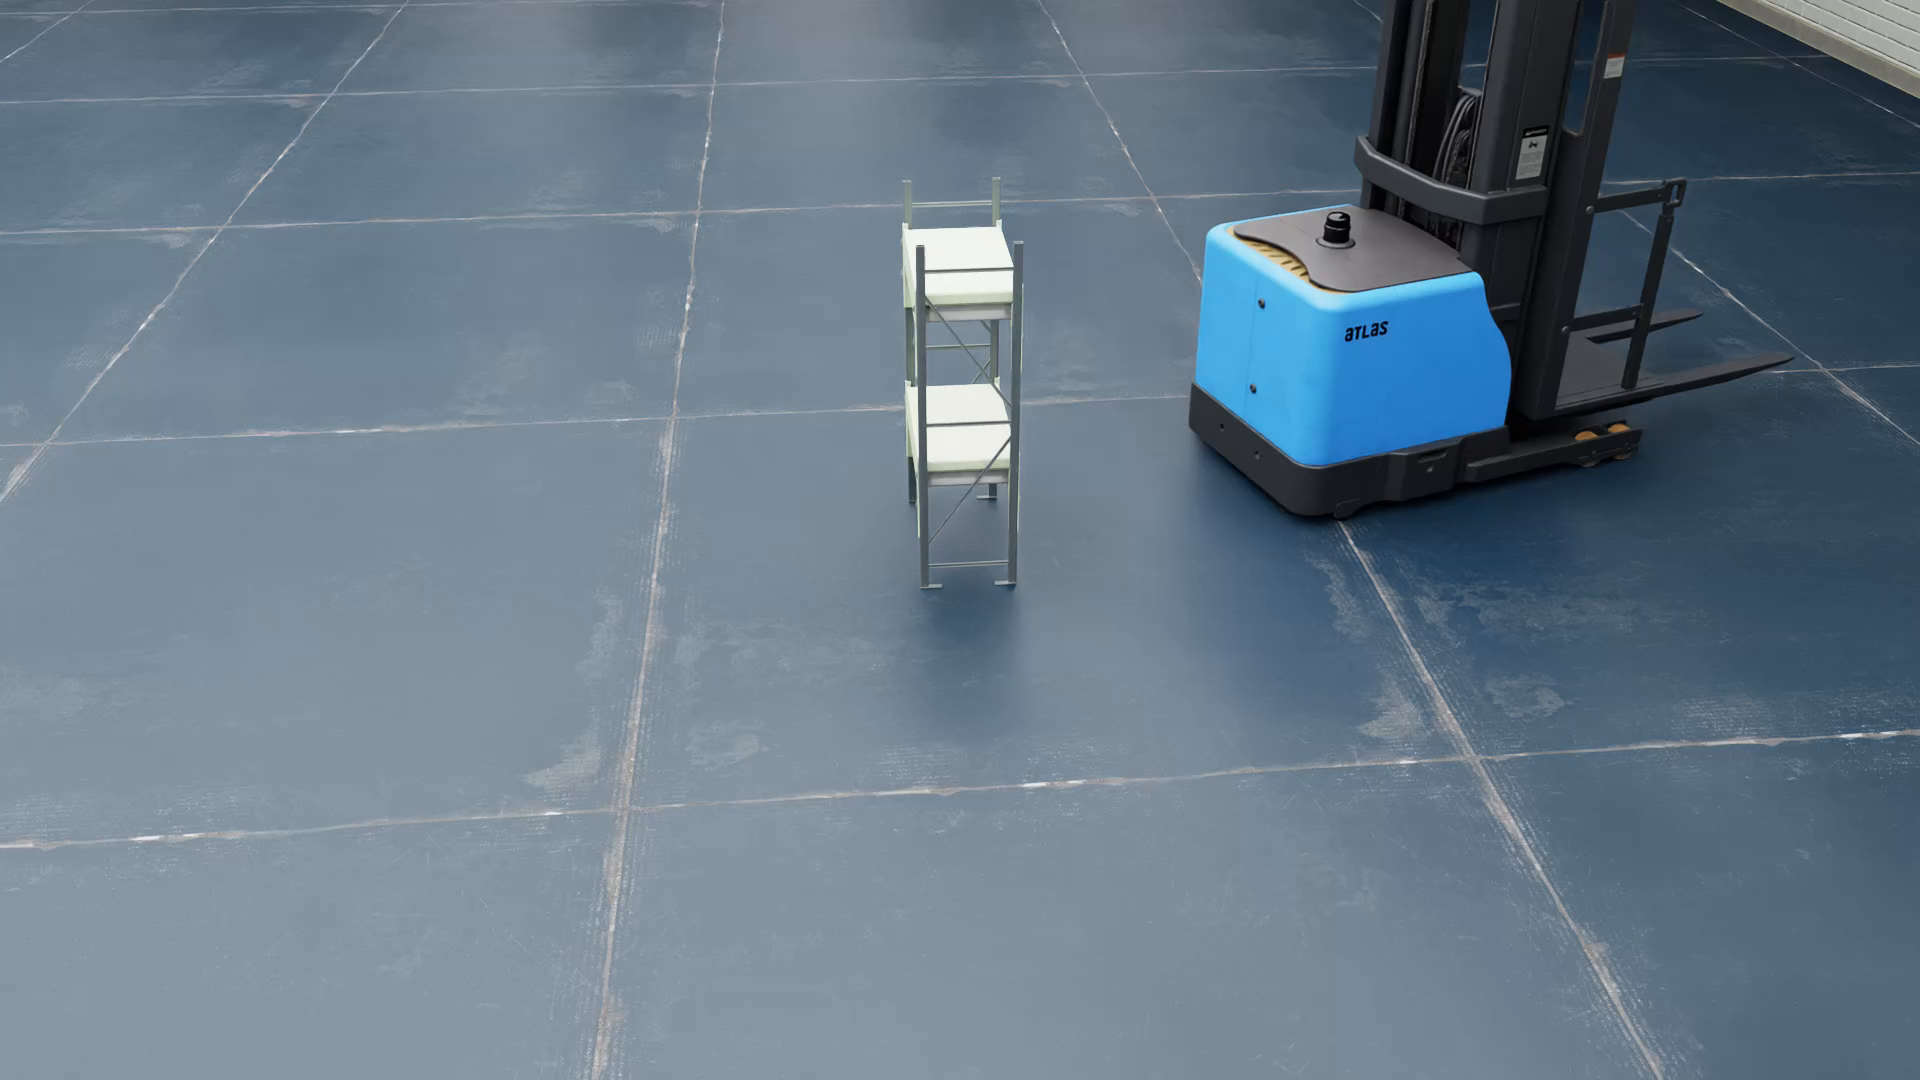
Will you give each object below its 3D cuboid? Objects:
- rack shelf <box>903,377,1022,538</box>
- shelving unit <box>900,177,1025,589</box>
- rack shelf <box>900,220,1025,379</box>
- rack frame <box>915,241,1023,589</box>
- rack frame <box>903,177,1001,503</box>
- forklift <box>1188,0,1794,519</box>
[{"bbox_3d":[0.001,-0.361,7.027,0.431,0.370,0.720,-3,31,-5],"label":"rack shelf"},{"bbox_3d":[0.001,-0.640,6.860,0.431,1.500,0.755,-3,31,-5],"label":"shelving unit"},{"bbox_3d":[0.001,-0.976,6.660,0.431,0.370,0.720,-3,31,-5],"label":"rack shelf"},{"bbox_3d":[0.035,-0.454,6.547,0.400,1.500,0.023,-3,31,-5],"label":"rack frame"},{"bbox_3d":[-0.034,-0.827,7.173,0.400,1.500,0.023,-3,31,-5],"label":"rack frame"},{"bbox_3d":[2.669,-1.837,7.467,3.031,2.935,1.130,-12,33,-20],"label":"forklift"}]
